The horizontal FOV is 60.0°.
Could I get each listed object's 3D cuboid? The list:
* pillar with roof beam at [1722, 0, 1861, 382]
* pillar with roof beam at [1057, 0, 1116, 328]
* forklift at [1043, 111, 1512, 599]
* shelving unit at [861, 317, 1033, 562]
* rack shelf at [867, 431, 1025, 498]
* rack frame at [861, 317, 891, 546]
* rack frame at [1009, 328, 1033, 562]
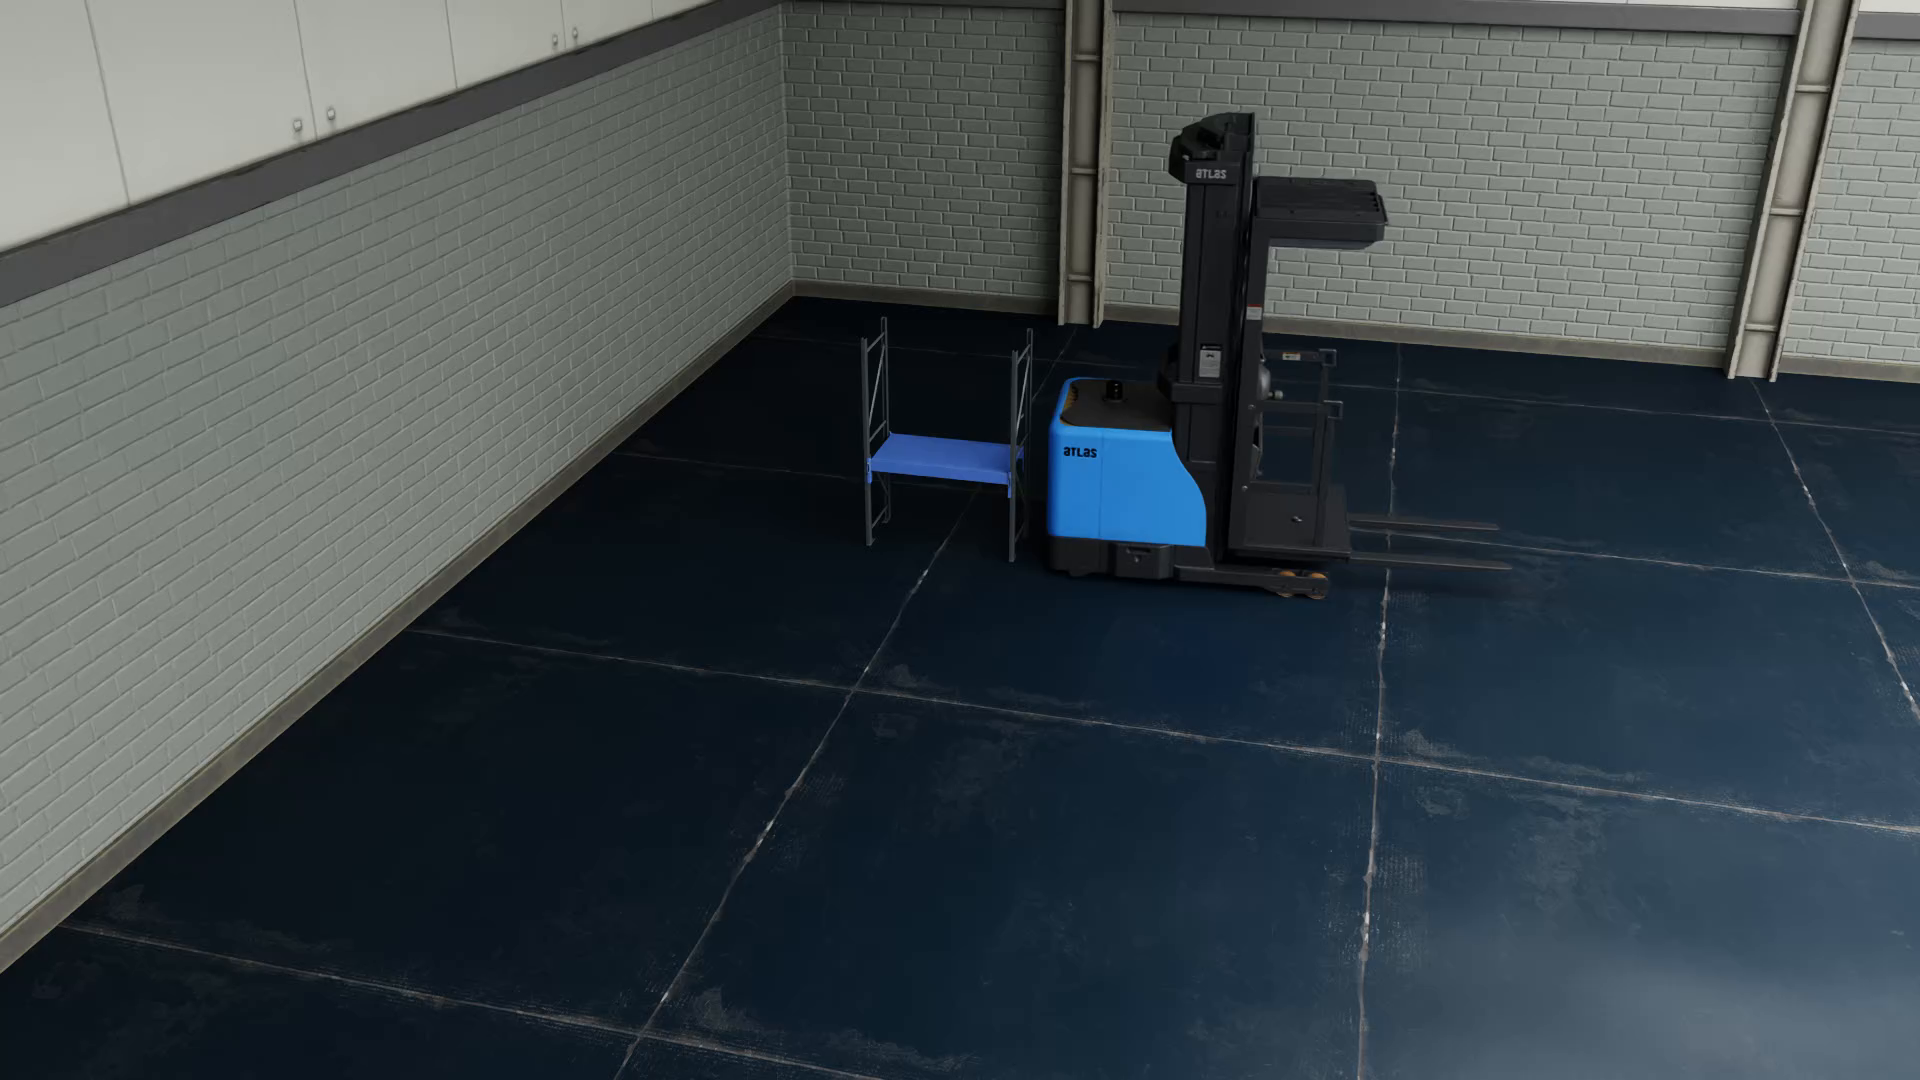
[{"bbox_3d":[5.905,-3.737,9.014,0.400,9.000,9.100,6,26,13],"label":"pillar with roof beam"},{"bbox_3d":[0.094,-4.380,10.363,0.400,9.000,9.100,6,26,13],"label":"pillar with roof beam"},{"bbox_3d":[2.123,-1.185,10.710,3.031,2.935,1.130,4,26,8],"label":"forklift"},{"bbox_3d":[-0.083,-0.686,11.328,1.048,1.500,0.538,6,26,13],"label":"shelving unit"},{"bbox_3d":[-0.083,-0.524,11.406,1.000,0.185,0.538,6,26,13],"label":"rack shelf"},{"bbox_3d":[-0.575,-0.741,11.443,0.032,1.500,0.500,6,26,13],"label":"rack frame"},{"bbox_3d":[0.410,-0.632,11.214,0.032,1.500,0.500,6,26,13],"label":"rack frame"}]
